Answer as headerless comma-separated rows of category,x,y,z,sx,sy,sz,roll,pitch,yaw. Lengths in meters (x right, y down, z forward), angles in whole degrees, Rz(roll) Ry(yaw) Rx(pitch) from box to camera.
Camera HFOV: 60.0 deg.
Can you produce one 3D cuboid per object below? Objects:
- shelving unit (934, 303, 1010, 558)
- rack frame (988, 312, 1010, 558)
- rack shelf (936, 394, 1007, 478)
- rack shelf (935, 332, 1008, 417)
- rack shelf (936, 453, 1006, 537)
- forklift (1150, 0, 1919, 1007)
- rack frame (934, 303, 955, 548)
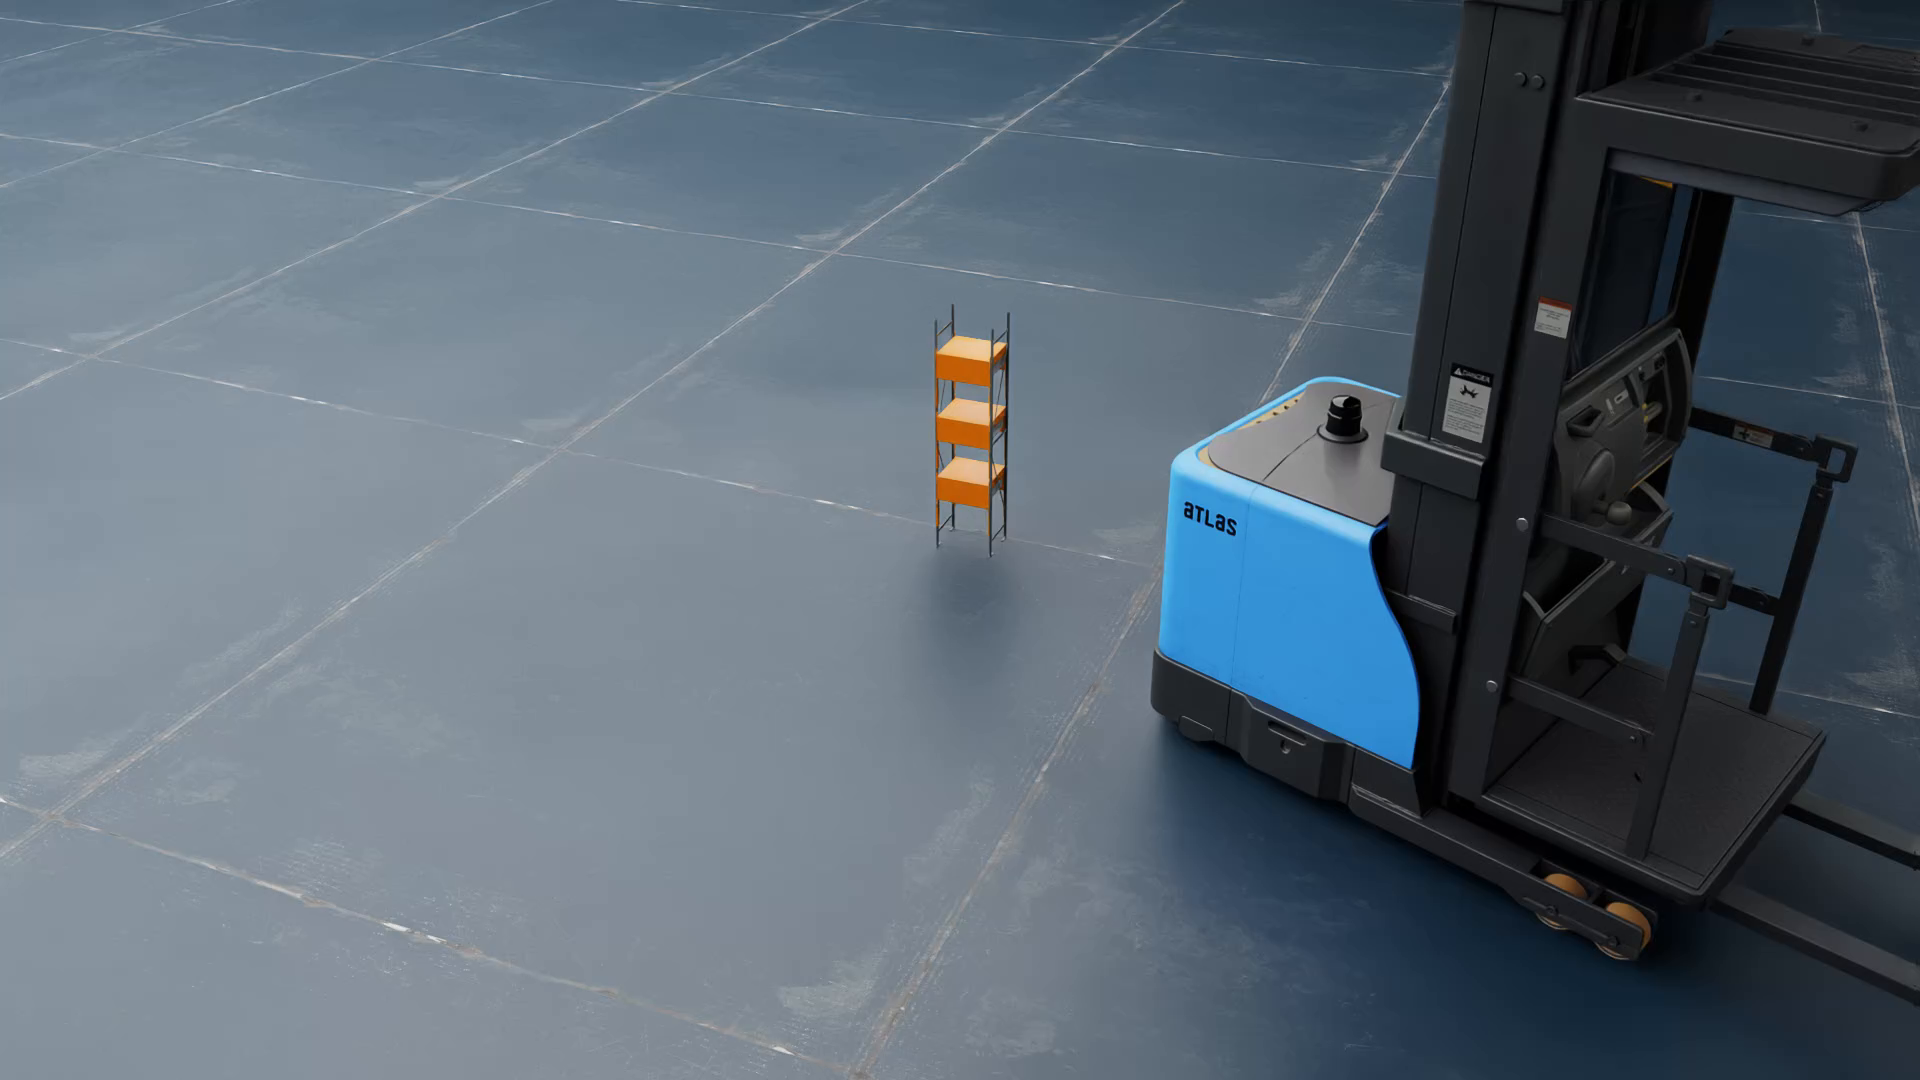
shelving unit,0.050,-0.447,6.974,0.252,1.050,0.215,11,31,19
rack frame,0.163,-0.425,6.934,0.008,1.050,0.200,11,31,19
rack shelf,0.050,-0.438,6.979,0.240,0.259,0.215,11,31,19
rack shelf,0.050,-0.685,6.840,0.240,0.259,0.215,11,31,19
rack shelf,0.050,-0.196,7.116,0.240,0.259,0.215,11,31,19
forklift,2.121,-0.305,4.811,3.031,2.935,1.130,24,37,36
rack frame,-0.063,-0.470,7.014,0.008,1.050,0.200,11,31,19
